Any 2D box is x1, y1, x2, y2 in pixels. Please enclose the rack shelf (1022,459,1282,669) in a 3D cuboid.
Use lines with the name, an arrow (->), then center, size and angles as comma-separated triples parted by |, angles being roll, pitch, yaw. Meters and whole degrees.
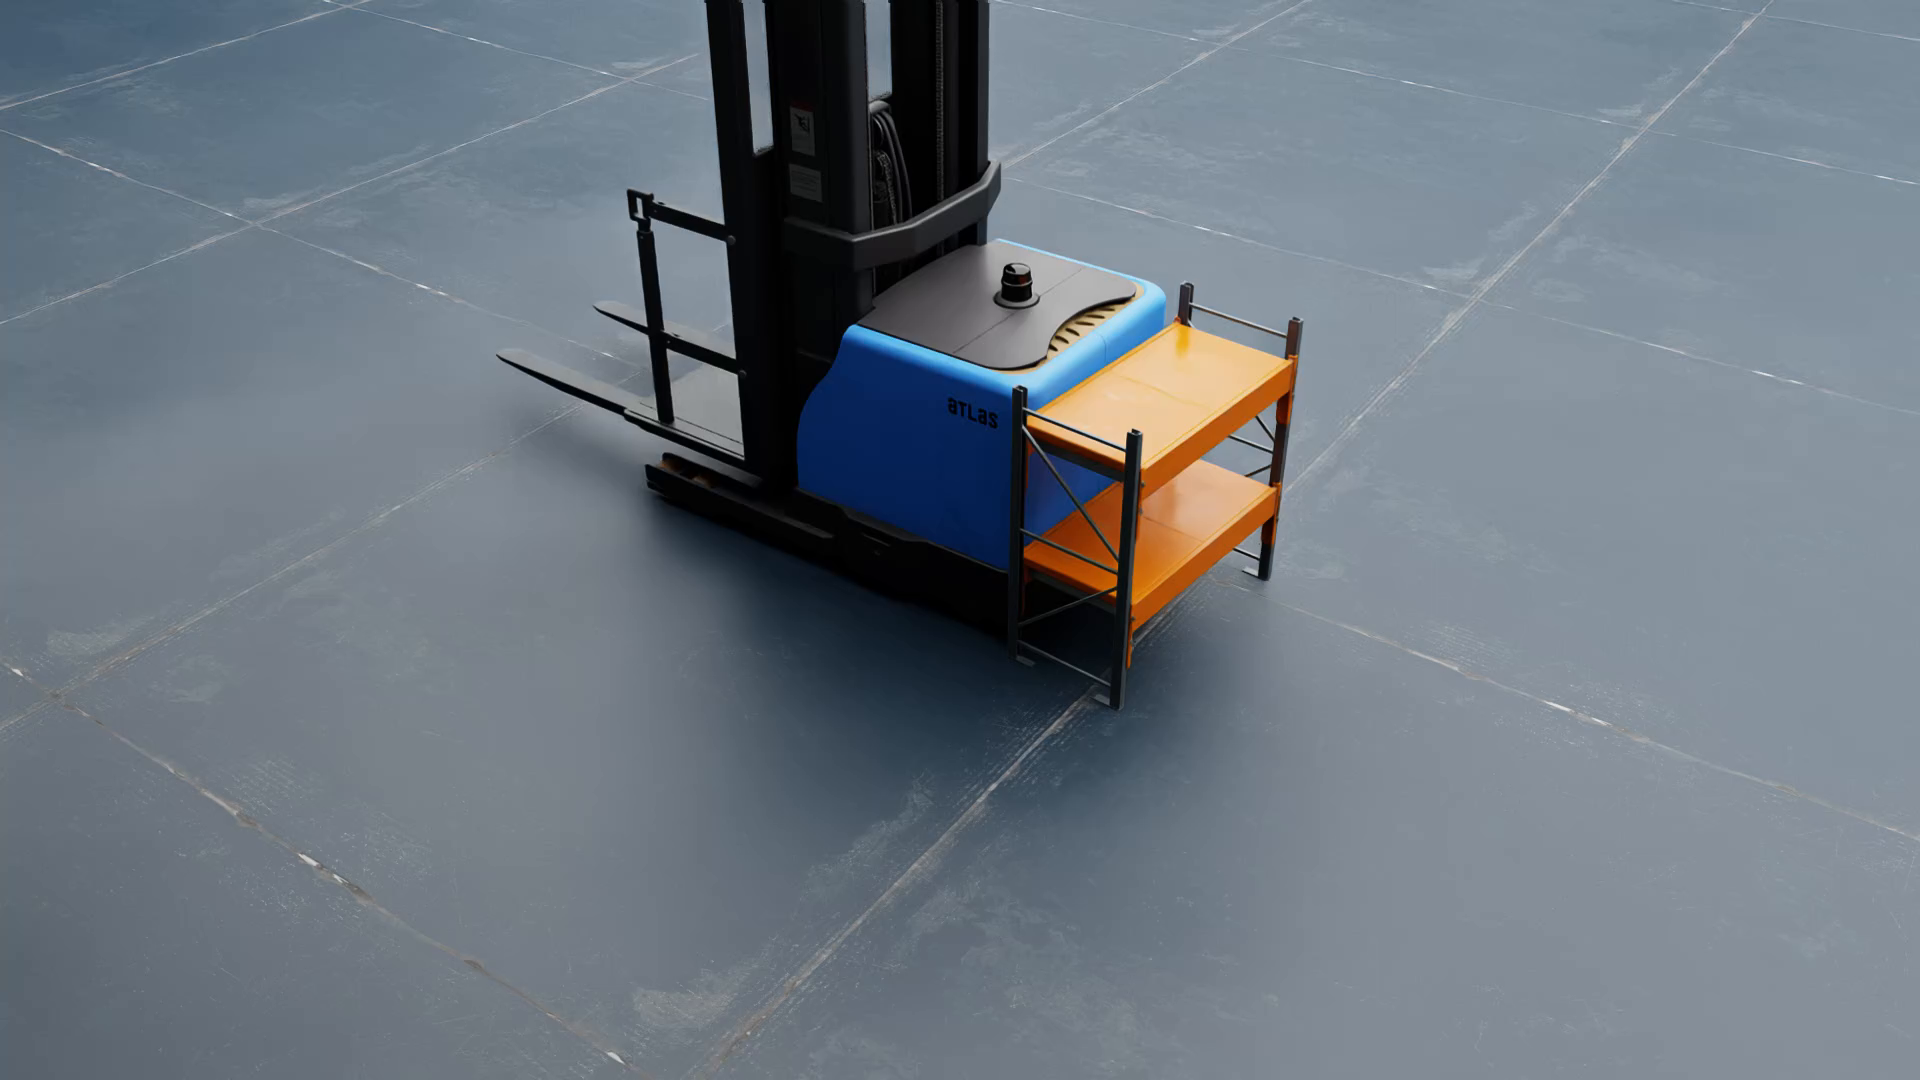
rack shelf -> 0.696, 0.025, 6.145 | 0.538, 0.278, 1.000 | 24, 41, 32

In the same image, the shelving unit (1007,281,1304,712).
shelving unit -> 0.696, -0.177, 6.008 | 0.538, 1.125, 1.048 | 24, 41, 32

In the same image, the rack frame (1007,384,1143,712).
rack frame -> 0.376, 0.044, 5.681 | 0.500, 1.125, 0.032 | 24, 41, 32

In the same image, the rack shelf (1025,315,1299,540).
rack shelf -> 0.696, -0.420, 5.844 | 0.538, 0.278, 1.000 | 24, 41, 32

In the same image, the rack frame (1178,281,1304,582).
rack frame -> 1.017, -0.398, 6.335 | 0.500, 1.125, 0.032 | 24, 41, 32

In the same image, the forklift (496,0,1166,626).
forklift -> -0.702, -1.543, 6.416 | 3.031, 2.935, 1.130 | 22, 40, 29
